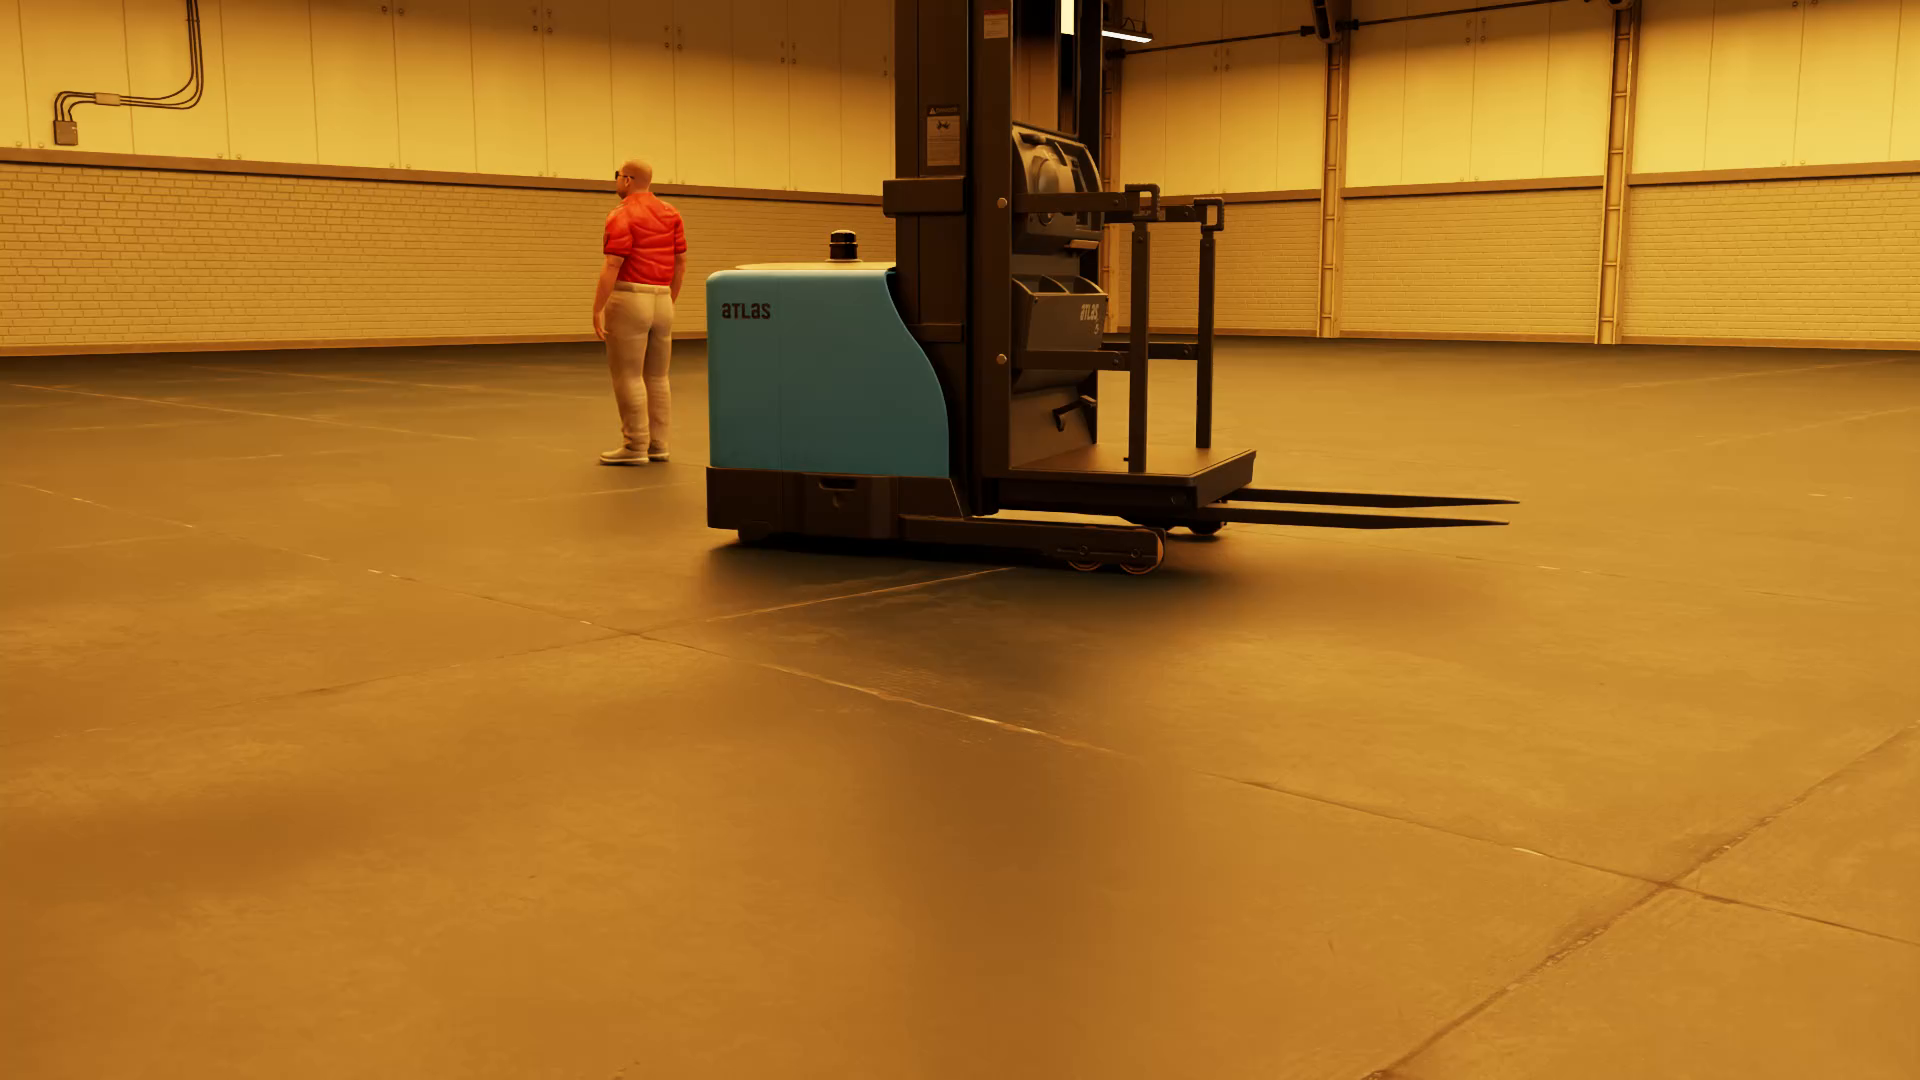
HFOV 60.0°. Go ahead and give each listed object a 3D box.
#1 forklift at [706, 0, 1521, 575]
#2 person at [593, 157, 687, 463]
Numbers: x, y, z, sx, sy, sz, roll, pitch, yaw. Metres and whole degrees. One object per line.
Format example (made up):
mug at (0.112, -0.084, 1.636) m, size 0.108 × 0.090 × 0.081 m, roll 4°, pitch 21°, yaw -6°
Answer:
forklift at (0.565, -1.416, 6.275) m, size 3.031 × 2.935 × 1.130 m, roll 3°, pitch 9°, yaw 22°
person at (-1.904, -1.305, 9.538) m, size 0.545 × 1.729 × 0.632 m, roll 6°, pitch 11°, yaw 35°
